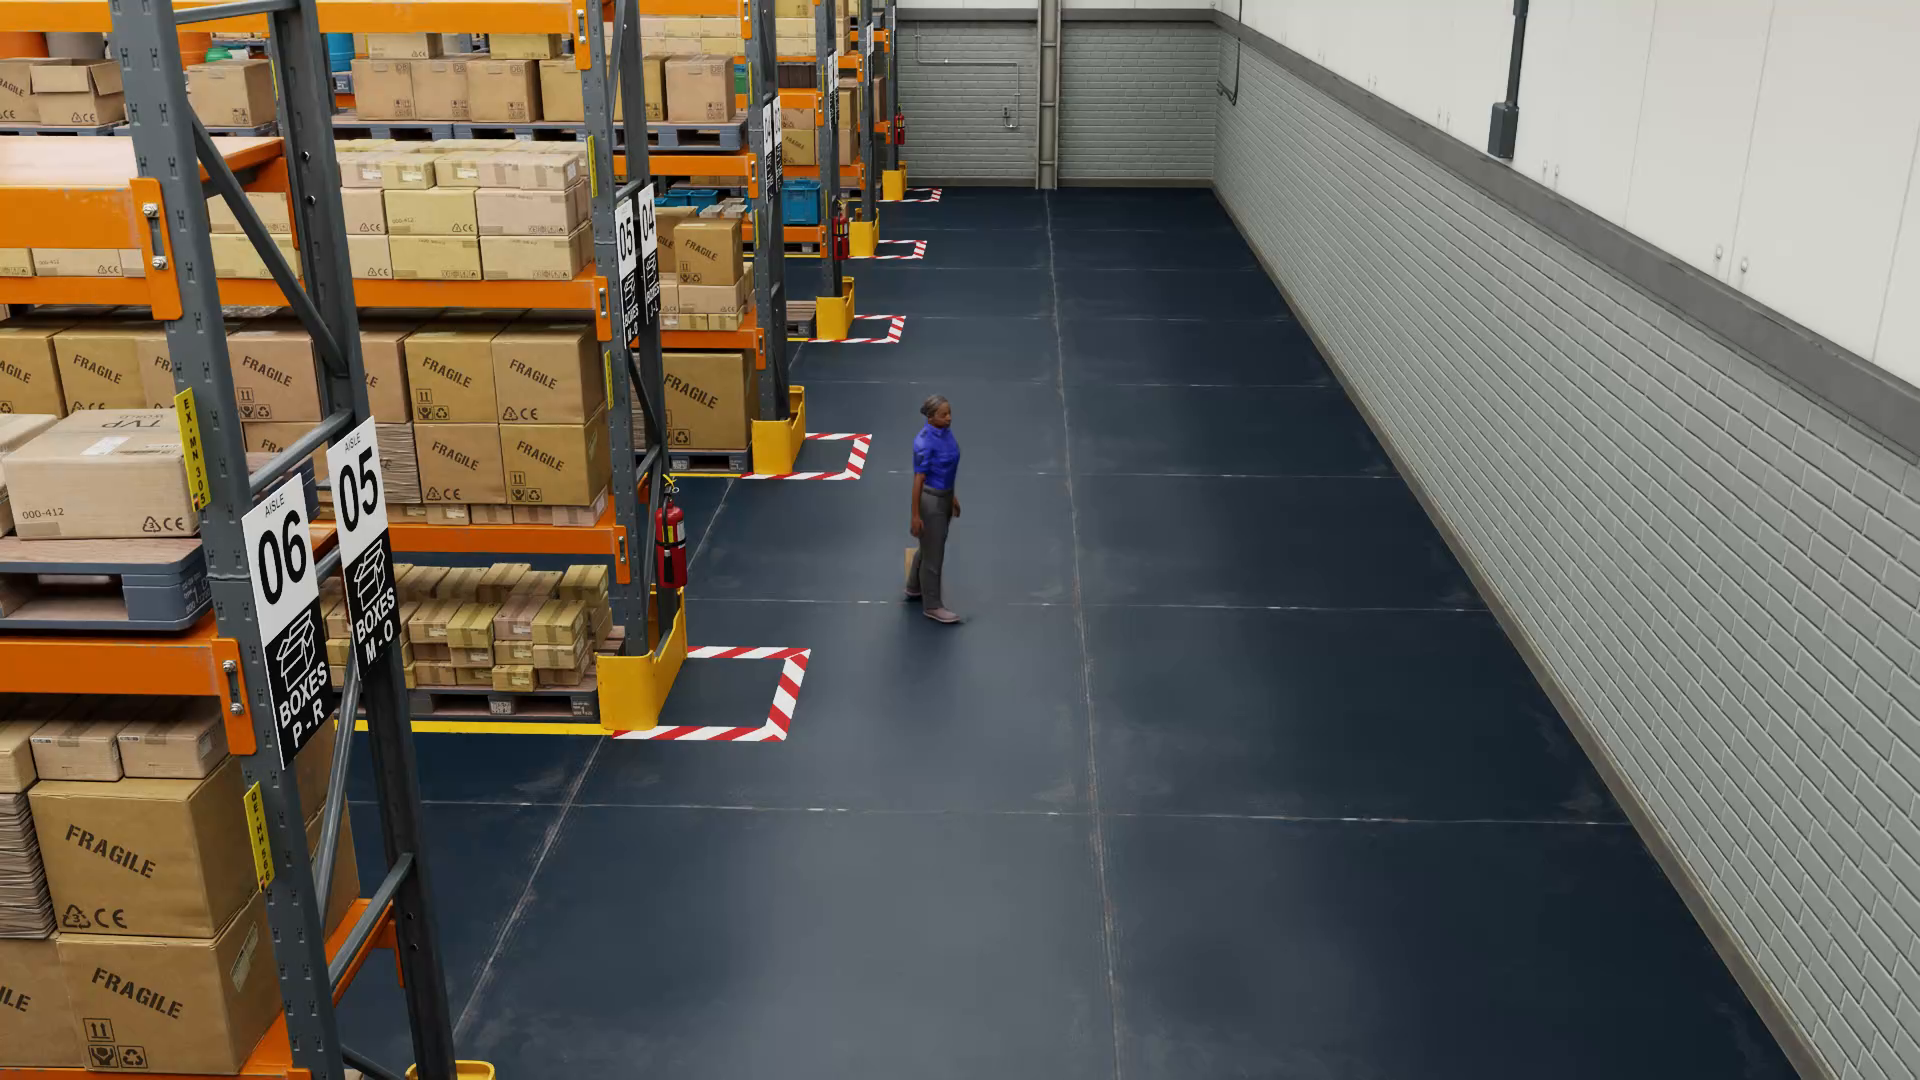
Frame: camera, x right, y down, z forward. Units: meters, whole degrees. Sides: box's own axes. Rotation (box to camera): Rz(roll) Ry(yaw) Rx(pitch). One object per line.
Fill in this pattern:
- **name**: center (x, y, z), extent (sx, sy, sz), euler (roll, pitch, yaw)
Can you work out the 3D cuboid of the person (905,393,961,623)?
- **person**: center (-0.192, -0.268, 11.784), extent (0.517, 1.648, 0.662), euler (7, 22, 18)
